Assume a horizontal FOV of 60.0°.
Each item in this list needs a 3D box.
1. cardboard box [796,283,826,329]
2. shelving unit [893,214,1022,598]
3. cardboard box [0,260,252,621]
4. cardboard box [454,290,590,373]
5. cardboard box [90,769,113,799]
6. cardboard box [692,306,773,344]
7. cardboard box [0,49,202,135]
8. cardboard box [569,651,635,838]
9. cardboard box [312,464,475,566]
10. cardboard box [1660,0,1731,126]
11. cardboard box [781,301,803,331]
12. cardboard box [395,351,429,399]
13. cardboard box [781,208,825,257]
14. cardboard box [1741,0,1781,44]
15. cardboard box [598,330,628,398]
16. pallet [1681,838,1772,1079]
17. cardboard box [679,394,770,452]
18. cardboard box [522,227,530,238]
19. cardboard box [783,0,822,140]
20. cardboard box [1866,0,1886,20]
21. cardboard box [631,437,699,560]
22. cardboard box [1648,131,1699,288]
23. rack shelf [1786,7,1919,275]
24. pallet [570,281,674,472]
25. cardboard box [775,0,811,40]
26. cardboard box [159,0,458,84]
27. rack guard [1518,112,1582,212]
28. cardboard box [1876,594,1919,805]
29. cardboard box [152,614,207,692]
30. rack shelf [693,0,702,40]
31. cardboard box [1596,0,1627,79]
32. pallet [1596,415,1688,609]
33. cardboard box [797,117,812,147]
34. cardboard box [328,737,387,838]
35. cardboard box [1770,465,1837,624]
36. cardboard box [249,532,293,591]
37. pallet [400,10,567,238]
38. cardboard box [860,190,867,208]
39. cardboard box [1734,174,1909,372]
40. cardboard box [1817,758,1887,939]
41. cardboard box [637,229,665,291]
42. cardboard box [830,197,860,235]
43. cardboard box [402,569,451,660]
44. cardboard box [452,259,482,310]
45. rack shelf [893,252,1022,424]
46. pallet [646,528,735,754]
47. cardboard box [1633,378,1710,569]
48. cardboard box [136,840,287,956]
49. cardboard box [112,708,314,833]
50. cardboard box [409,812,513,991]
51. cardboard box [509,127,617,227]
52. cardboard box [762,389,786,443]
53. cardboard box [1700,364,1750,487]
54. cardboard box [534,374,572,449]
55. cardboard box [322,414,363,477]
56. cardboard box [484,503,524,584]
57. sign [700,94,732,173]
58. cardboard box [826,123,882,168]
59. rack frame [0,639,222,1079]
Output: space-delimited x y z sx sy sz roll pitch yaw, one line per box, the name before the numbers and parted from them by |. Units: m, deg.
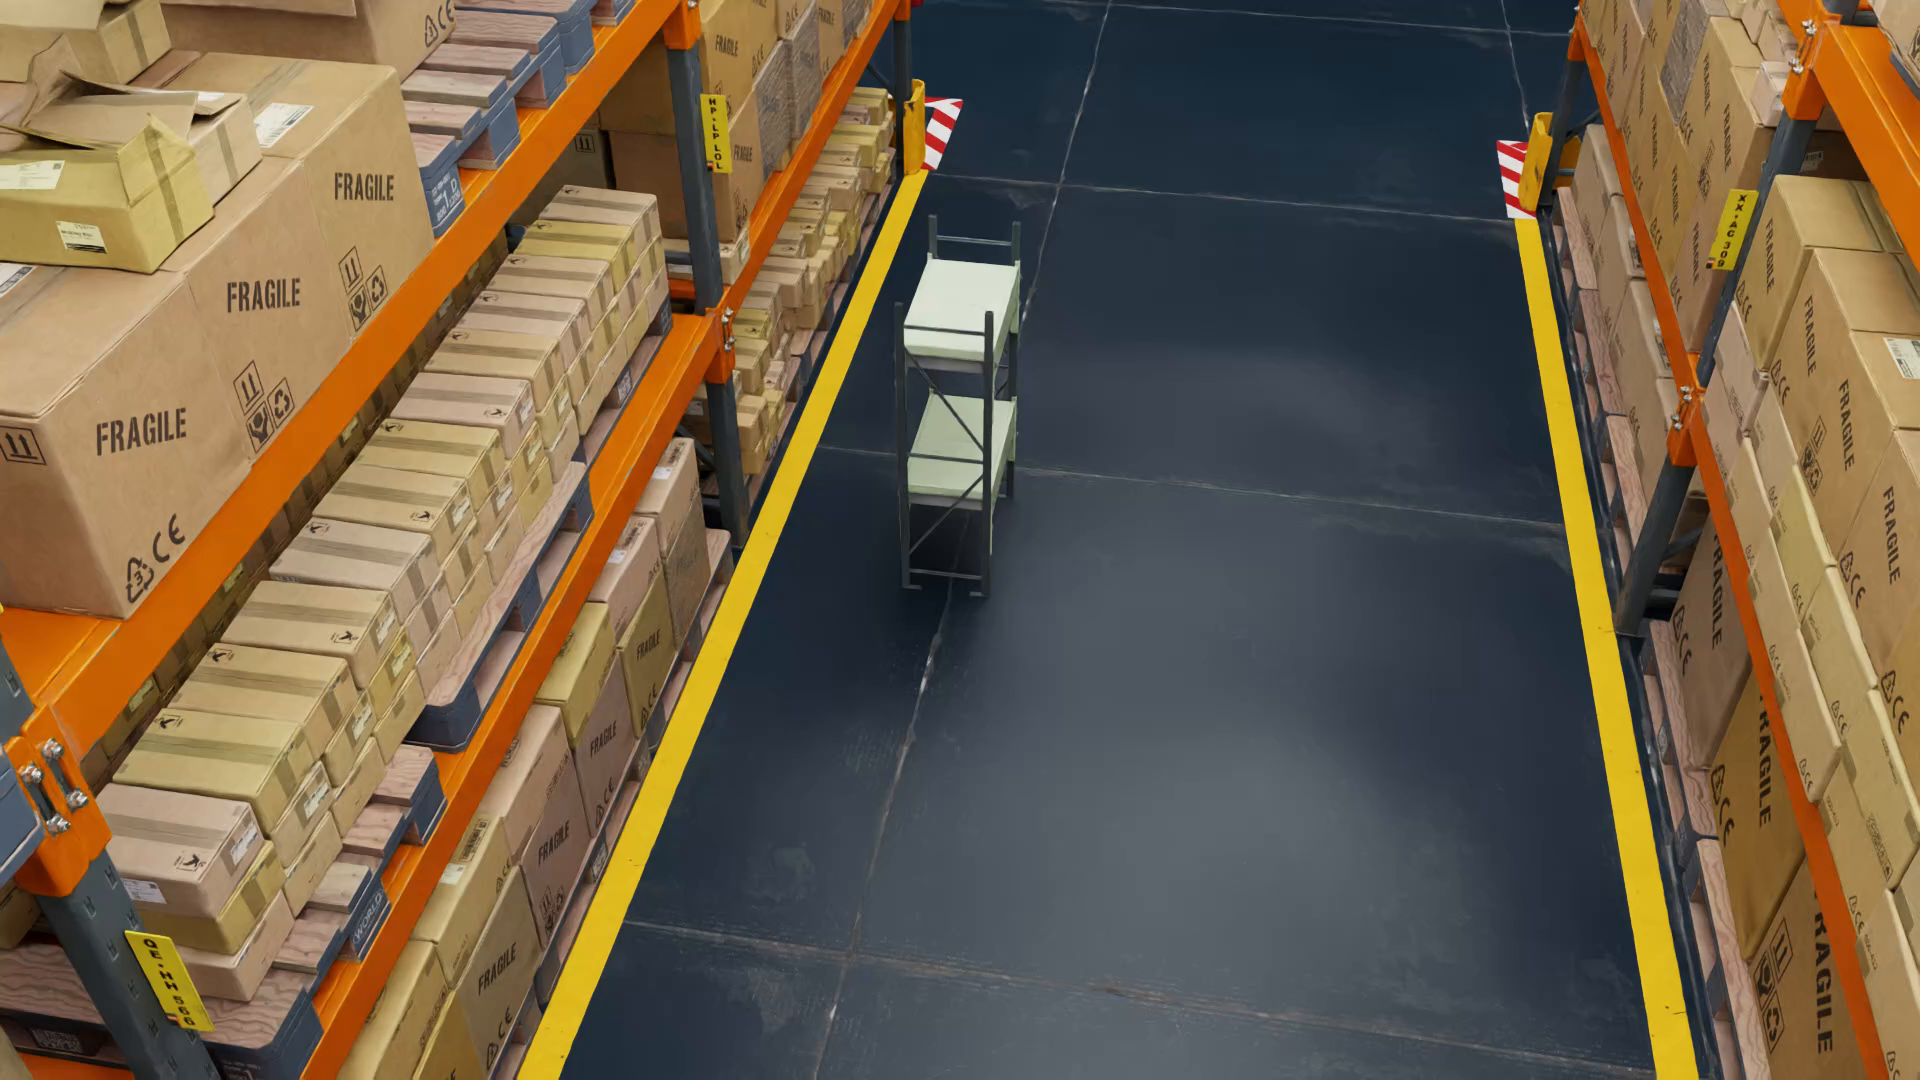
cardboard box | -0.936 -1.275 8.942 0.380 0.149 0.250 5 40 6
shelving unit | -0.001 -0.574 7.364 0.431 1.500 0.755 6 40 8
cardboard box | -1.831 -0.213 3.318 0.500 0.500 0.500 6 40 8
cardboard box | -1.515 -0.725 5.771 0.380 0.149 0.250 6 40 8
cardboard box | -2.515 0.730 4.478 0.380 0.149 0.250 6 40 8
cardboard box | -1.135 -1.016 8.163 0.380 0.149 0.250 6 40 7
cardboard box | -2.179 -0.899 4.148 0.500 0.500 0.500 6 40 8
cardboard box | -1.562 0.737 6.233 0.500 0.500 0.500 6 40 7
cardboard box | -1.695 -0.077 4.987 0.380 0.149 0.250 8 40 9
cardboard box | 3.377 -2.106 7.177 0.500 0.500 0.500 7 40 8
cardboard box | -1.040 -1.234 8.660 0.380 0.149 0.250 8 40 10
cardboard box | -2.155 -0.580 6.062 0.380 0.149 0.250 7 40 8
cardboard box | -0.941 -1.663 8.946 0.380 0.149 0.250 7 40 8
cardboard box | 3.364 -2.089 6.648 0.380 0.149 0.250 6 40 7
cardboard box | -1.463 -0.674 6.176 0.380 0.149 0.250 6 40 8
pallet | 3.125 1.618 5.724 1.003 0.211 1.213 6 40 8
cardboard box | -1.122 -0.570 7.856 0.380 0.149 0.250 8 40 10
cardboard box | -1.681 -1.308 7.272 0.380 0.149 0.250 6 40 7
cardboard box | -0.965 -2.259 7.914 0.500 0.500 0.500 6 40 7
cardboard box | 2.962 -1.708 4.981 0.396 0.266 0.258 6 40 7
cardboard box | -1.380 -0.192 6.769 0.500 0.250 0.500 5 40 6
cardboard box | 3.305 -1.399 7.106 0.500 0.500 0.500 5 40 7
rack shelf | 3.047 -0.341 4.116 1.077 0.370 4.000 6 40 8
pallet | -1.775 -0.662 6.444 1.003 0.211 1.213 6 40 8
cardboard box | -0.989 -2.634 7.583 0.500 0.500 0.500 7 40 8
cardboard box | -1.897 -1.603 4.666 0.797 0.503 0.637 6 40 7
rack guard | 4.089 -2.279 10.211 1.175 0.500 0.348 6 40 8
cardboard box | 2.706 0.382 4.168 0.500 0.500 0.500 6 40 8
cardboard box | -2.424 0.281 4.788 0.380 0.149 0.250 6 40 8
rack shelf | -1.154 -3.334 7.736 1.077 0.370 4.000 6 40 8
cardboard box | 3.659 -2.676 8.651 0.500 0.500 0.500 6 40 7
pallet | 3.602 -0.111 7.816 1.003 0.211 1.213 6 40 8
cardboard box | -0.949 -2.076 8.201 0.380 0.149 0.250 8 40 10
cardboard box | -1.823 0.649 4.575 0.380 0.149 0.250 8 40 10
cardboard box | 2.863 0.037 5.174 0.500 0.250 0.500 7 40 8
cardboard box | -2.332 0.081 5.263 0.380 0.149 0.250 8 40 9
pallet | -1.888 -1.257 4.806 1.213 0.211 1.003 6 40 8
cardboard box | -0.769 -2.091 9.930 0.380 0.149 0.250 6 40 7
cardboard box | 3.034 -0.897 5.714 0.500 0.500 0.500 7 40 8
cardboard box | 2.709 0.868 4.560 0.500 0.250 0.500 6 40 7
cardboard box | -1.374 -1.108 6.467 0.380 0.149 0.250 8 40 9
cardboard box | -0.783 -1.872 9.432 0.380 0.149 0.250 7 40 8
cardboard box | -1.735 0.197 4.889 0.380 0.149 0.250 6 40 8
cardboard box | -2.064 -1.020 6.361 0.380 0.149 0.250 6 40 7
rack shelf | -0.001 -0.875 7.115 0.431 0.370 0.720 6 40 8
pallet | -1.633 0.364 7.241 1.003 0.211 1.213 6 40 8
cardboard box | 3.607 -0.274 7.505 0.875 0.438 0.875 6 40 7
cardboard box | -1.911 0.850 4.099 0.380 0.149 0.250 8 40 10
cardboard box | -1.877 0.579 4.194 0.380 0.149 0.250 5 40 6
cardboard box | -1.747 1.099 5.207 0.500 0.250 0.500 6 40 7
cardboard box | -1.694 -1.688 7.222 0.500 0.500 0.500 6 40 8
cardboard box | -1.074 -0.623 8.154 0.380 0.149 0.250 8 40 9
cardboard box | 3.057 -0.413 6.109 0.500 0.250 0.500 6 40 7
cardboard box | -1.554 -0.452 5.673 0.380 0.149 0.250 4 40 5
cardboard box | -2.243 -0.359 5.561 0.380 0.149 0.250 6 40 7
cardboard box | -1.642 -0.008 5.371 0.380 0.149 0.250 5 40 6
sign | -0.953 -1.587 6.504 0.100 0.325 0.005 6 40 8
cardboard box | -0.669 -2.314 9.733 0.380 0.149 0.250 6 40 7
rack frame | -2.192 1.311 3.908 1.000 3.000 0.127 6 40 8
